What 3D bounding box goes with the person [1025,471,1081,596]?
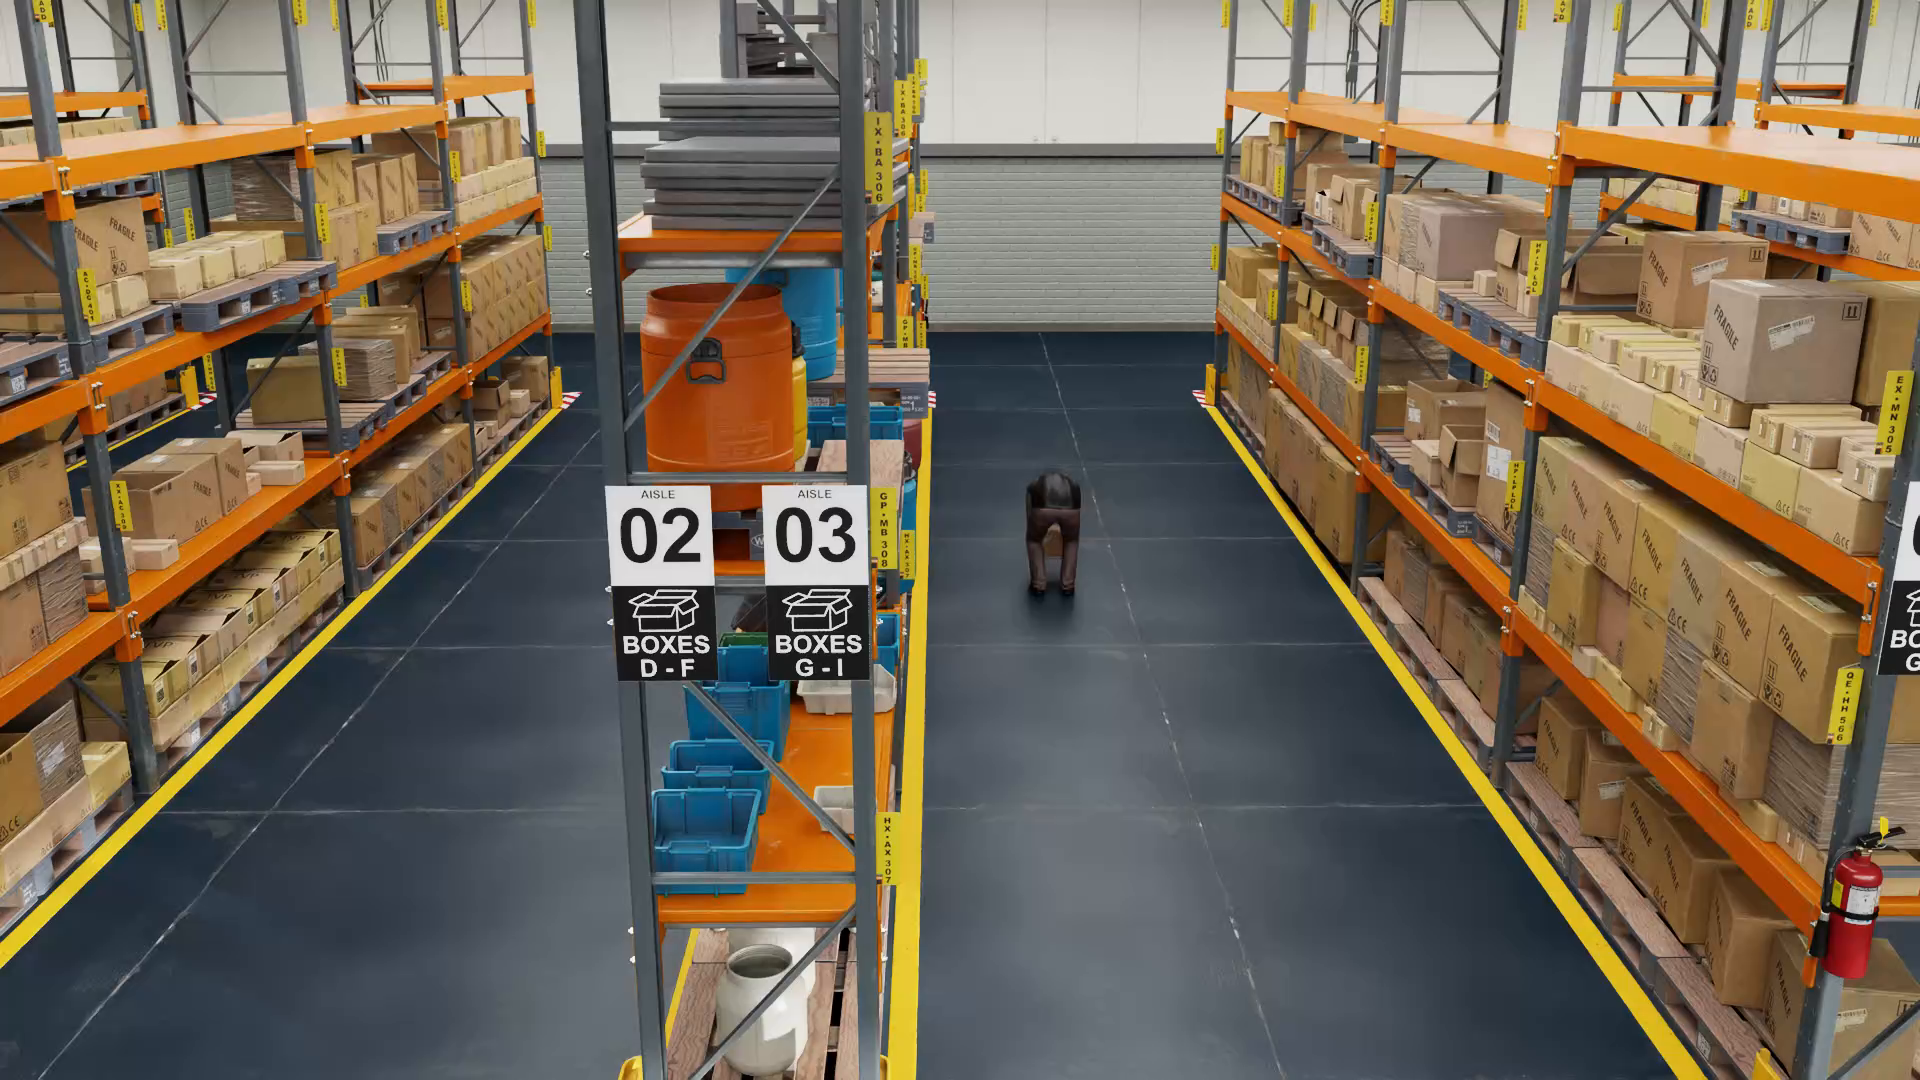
[{"bbox_3d":[0.826,-0.114,15.044,0.480,1.088,0.961,-1,17,-3],"label":"person"}]
